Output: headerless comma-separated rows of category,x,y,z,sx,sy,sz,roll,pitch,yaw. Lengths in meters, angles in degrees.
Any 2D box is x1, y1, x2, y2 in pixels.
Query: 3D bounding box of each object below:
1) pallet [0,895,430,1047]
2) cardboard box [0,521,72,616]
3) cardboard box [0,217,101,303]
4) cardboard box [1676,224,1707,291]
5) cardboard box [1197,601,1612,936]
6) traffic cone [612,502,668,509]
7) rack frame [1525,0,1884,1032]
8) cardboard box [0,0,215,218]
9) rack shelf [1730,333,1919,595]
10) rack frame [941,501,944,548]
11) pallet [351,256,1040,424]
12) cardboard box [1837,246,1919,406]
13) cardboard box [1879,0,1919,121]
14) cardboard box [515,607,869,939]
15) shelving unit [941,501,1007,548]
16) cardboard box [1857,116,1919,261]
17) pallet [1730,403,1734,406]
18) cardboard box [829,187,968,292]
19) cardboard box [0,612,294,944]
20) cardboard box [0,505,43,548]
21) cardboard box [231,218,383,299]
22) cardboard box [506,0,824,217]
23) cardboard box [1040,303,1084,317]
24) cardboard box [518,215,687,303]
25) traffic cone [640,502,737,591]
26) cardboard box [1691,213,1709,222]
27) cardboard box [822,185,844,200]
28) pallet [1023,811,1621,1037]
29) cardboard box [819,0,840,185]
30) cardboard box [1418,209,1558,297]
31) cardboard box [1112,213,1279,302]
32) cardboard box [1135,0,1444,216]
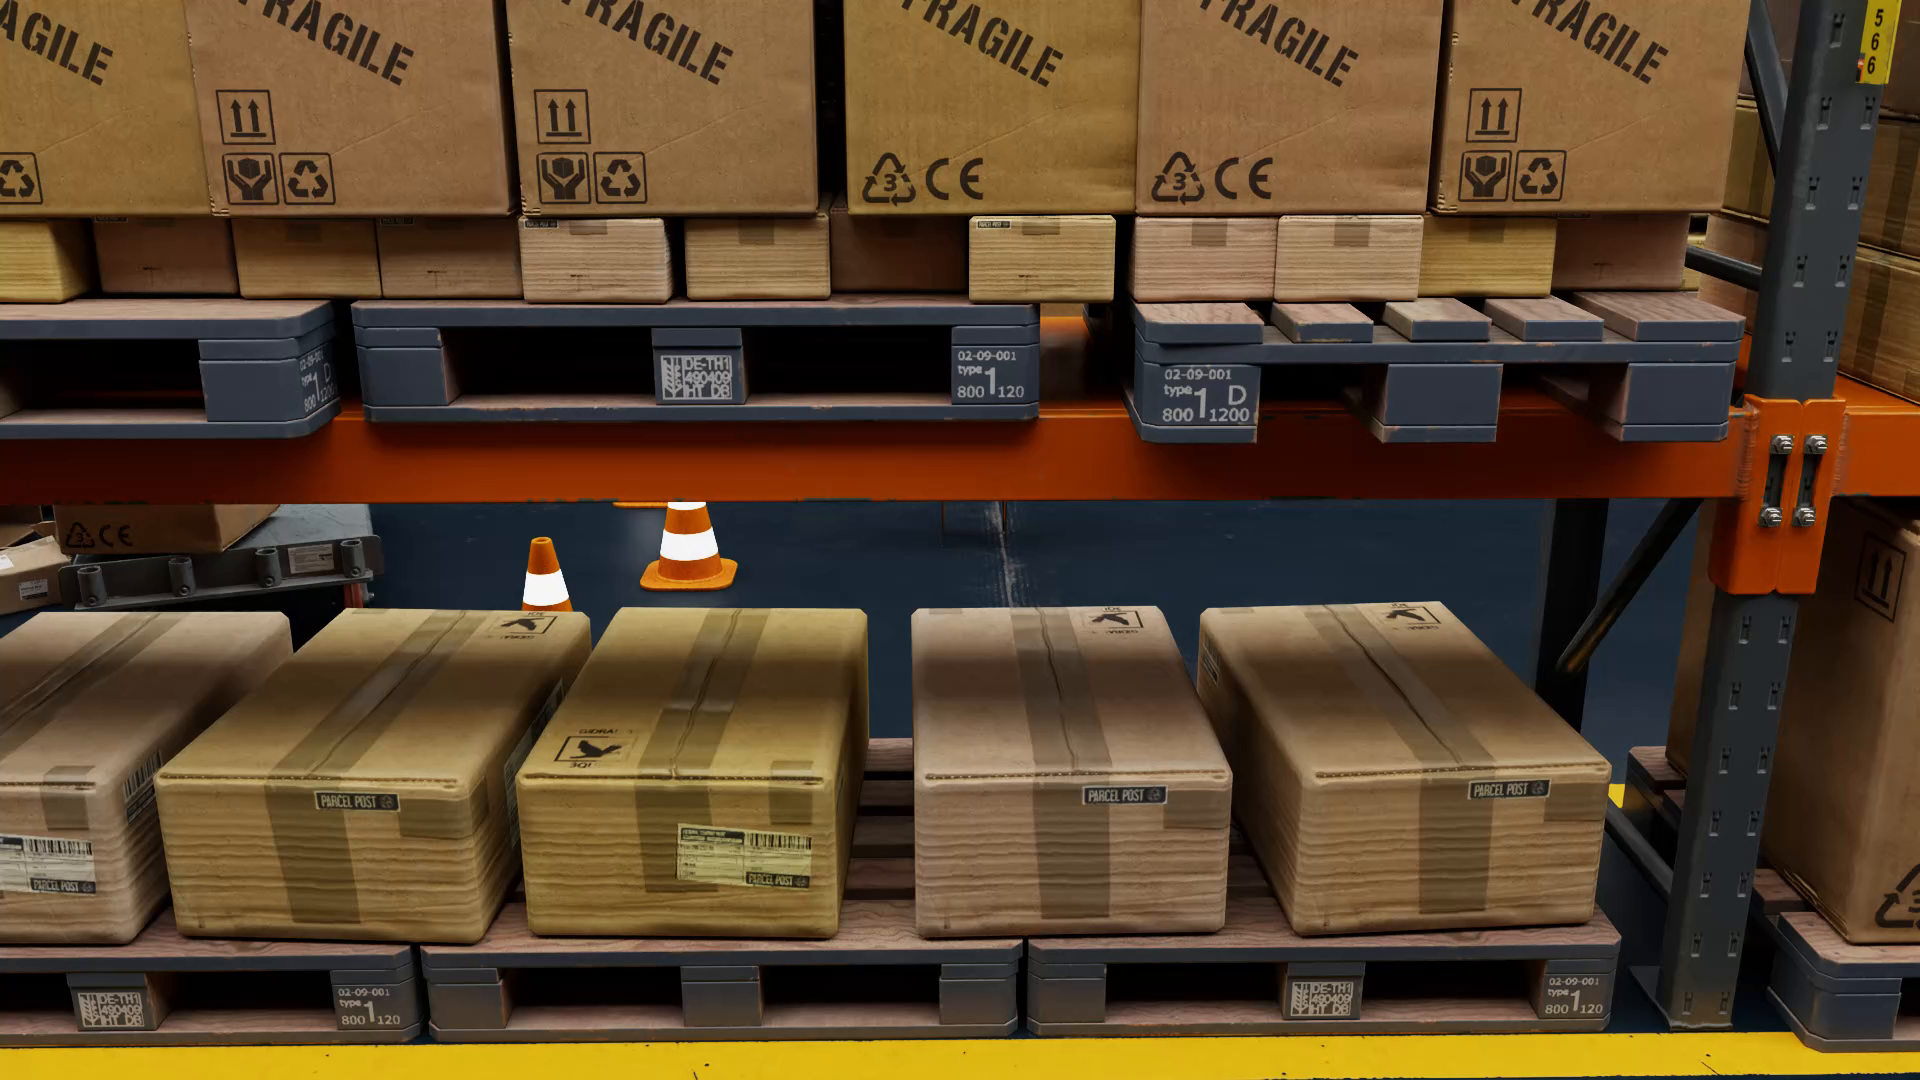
pallet,-1.711,0.770,3.803,1.213,0.211,1.003,0,18,-1
cardboard box,-3.337,0.096,5.813,0.396,0.266,0.258,-15,23,-39
cardboard box,-1.682,-0.539,3.041,0.250,0.149,0.380,0,18,0
cardboard box,3.548,-1.385,8.130,0.500,0.250,0.500,-1,18,-3
cardboard box,0.945,0.478,3.763,0.625,0.372,0.950,-1,18,-5
traffic cone,-1.303,-0.403,7.045,0.334,0.463,0.336,0,18,-1
rack frame,1.510,-0.573,3.424,0.127,3.000,1.000,0,18,-1
cardboard box,-1.515,-0.861,2.981,0.500,0.500,0.500,0,18,-1
rack shelf,3.510,-0.240,3.564,4.000,0.370,1.077,0,18,-1
rack frame,-0.068,-0.500,6.386,0.008,1.050,0.200,0,18,-1
pallet,-0.468,-0.460,3.385,1.213,0.211,1.003,0,18,-1
cardboard box,2.004,-0.427,3.215,0.500,0.250,0.500,-1,18,-2
cardboard box,2.007,-1.025,3.031,0.500,0.500,0.500,-1,18,-3
cardboard box,-0.551,0.486,3.738,0.625,0.372,0.950,0,18,1
shelving unit,0.053,-0.500,6.388,0.252,1.050,0.215,0,18,-1
cardboard box,2.021,-0.667,3.143,0.500,0.250,0.500,0,18,-1
pallet,3.329,-0.765,8.587,1.213,0.211,1.003,0,18,-1
cardboard box,-0.112,-0.575,3.153,0.250,0.149,0.380,0,18,0
cardboard box,-1.965,0.494,3.712,0.625,0.372,0.950,0,18,0
cardboard box,-3.837,-0.199,6.123,0.503,0.637,0.797,0,18,-1
cardboard box,-1.142,-0.552,3.082,0.250,0.149,0.380,0,18,0
cardboard box,-0.507,-0.865,2.994,0.500,0.500,0.500,-1,18,-3
cardboard box,0.721,-1.238,8.492,0.750,0.750,1.050,-1,18,-2
cardboard box,-0.628,-0.538,3.039,0.250,0.149,0.380,0,18,1
traffic cone,-0.997,-0.086,6.060,0.334,0.463,0.336,0,18,-1
cardboard box,4.055,-1.545,8.629,0.500,0.250,0.500,0,18,1
cardboard box,-0.172,-0.697,3.534,0.250,0.149,0.380,0,18,1
pallet,0.729,0.758,3.840,1.213,0.211,1.003,0,18,-1
cardboard box,-0.495,-1.022,3.484,0.500,0.500,0.500,-1,18,-3
cardboard box,0.919,-0.557,3.097,0.250,0.149,0.380,0,18,0
cardboard box,0.416,-0.543,3.054,0.250,0.149,0.380,-1,18,-3
cardboard box,0.544,-0.870,3.010,0.500,0.500,0.500,-1,18,-2
